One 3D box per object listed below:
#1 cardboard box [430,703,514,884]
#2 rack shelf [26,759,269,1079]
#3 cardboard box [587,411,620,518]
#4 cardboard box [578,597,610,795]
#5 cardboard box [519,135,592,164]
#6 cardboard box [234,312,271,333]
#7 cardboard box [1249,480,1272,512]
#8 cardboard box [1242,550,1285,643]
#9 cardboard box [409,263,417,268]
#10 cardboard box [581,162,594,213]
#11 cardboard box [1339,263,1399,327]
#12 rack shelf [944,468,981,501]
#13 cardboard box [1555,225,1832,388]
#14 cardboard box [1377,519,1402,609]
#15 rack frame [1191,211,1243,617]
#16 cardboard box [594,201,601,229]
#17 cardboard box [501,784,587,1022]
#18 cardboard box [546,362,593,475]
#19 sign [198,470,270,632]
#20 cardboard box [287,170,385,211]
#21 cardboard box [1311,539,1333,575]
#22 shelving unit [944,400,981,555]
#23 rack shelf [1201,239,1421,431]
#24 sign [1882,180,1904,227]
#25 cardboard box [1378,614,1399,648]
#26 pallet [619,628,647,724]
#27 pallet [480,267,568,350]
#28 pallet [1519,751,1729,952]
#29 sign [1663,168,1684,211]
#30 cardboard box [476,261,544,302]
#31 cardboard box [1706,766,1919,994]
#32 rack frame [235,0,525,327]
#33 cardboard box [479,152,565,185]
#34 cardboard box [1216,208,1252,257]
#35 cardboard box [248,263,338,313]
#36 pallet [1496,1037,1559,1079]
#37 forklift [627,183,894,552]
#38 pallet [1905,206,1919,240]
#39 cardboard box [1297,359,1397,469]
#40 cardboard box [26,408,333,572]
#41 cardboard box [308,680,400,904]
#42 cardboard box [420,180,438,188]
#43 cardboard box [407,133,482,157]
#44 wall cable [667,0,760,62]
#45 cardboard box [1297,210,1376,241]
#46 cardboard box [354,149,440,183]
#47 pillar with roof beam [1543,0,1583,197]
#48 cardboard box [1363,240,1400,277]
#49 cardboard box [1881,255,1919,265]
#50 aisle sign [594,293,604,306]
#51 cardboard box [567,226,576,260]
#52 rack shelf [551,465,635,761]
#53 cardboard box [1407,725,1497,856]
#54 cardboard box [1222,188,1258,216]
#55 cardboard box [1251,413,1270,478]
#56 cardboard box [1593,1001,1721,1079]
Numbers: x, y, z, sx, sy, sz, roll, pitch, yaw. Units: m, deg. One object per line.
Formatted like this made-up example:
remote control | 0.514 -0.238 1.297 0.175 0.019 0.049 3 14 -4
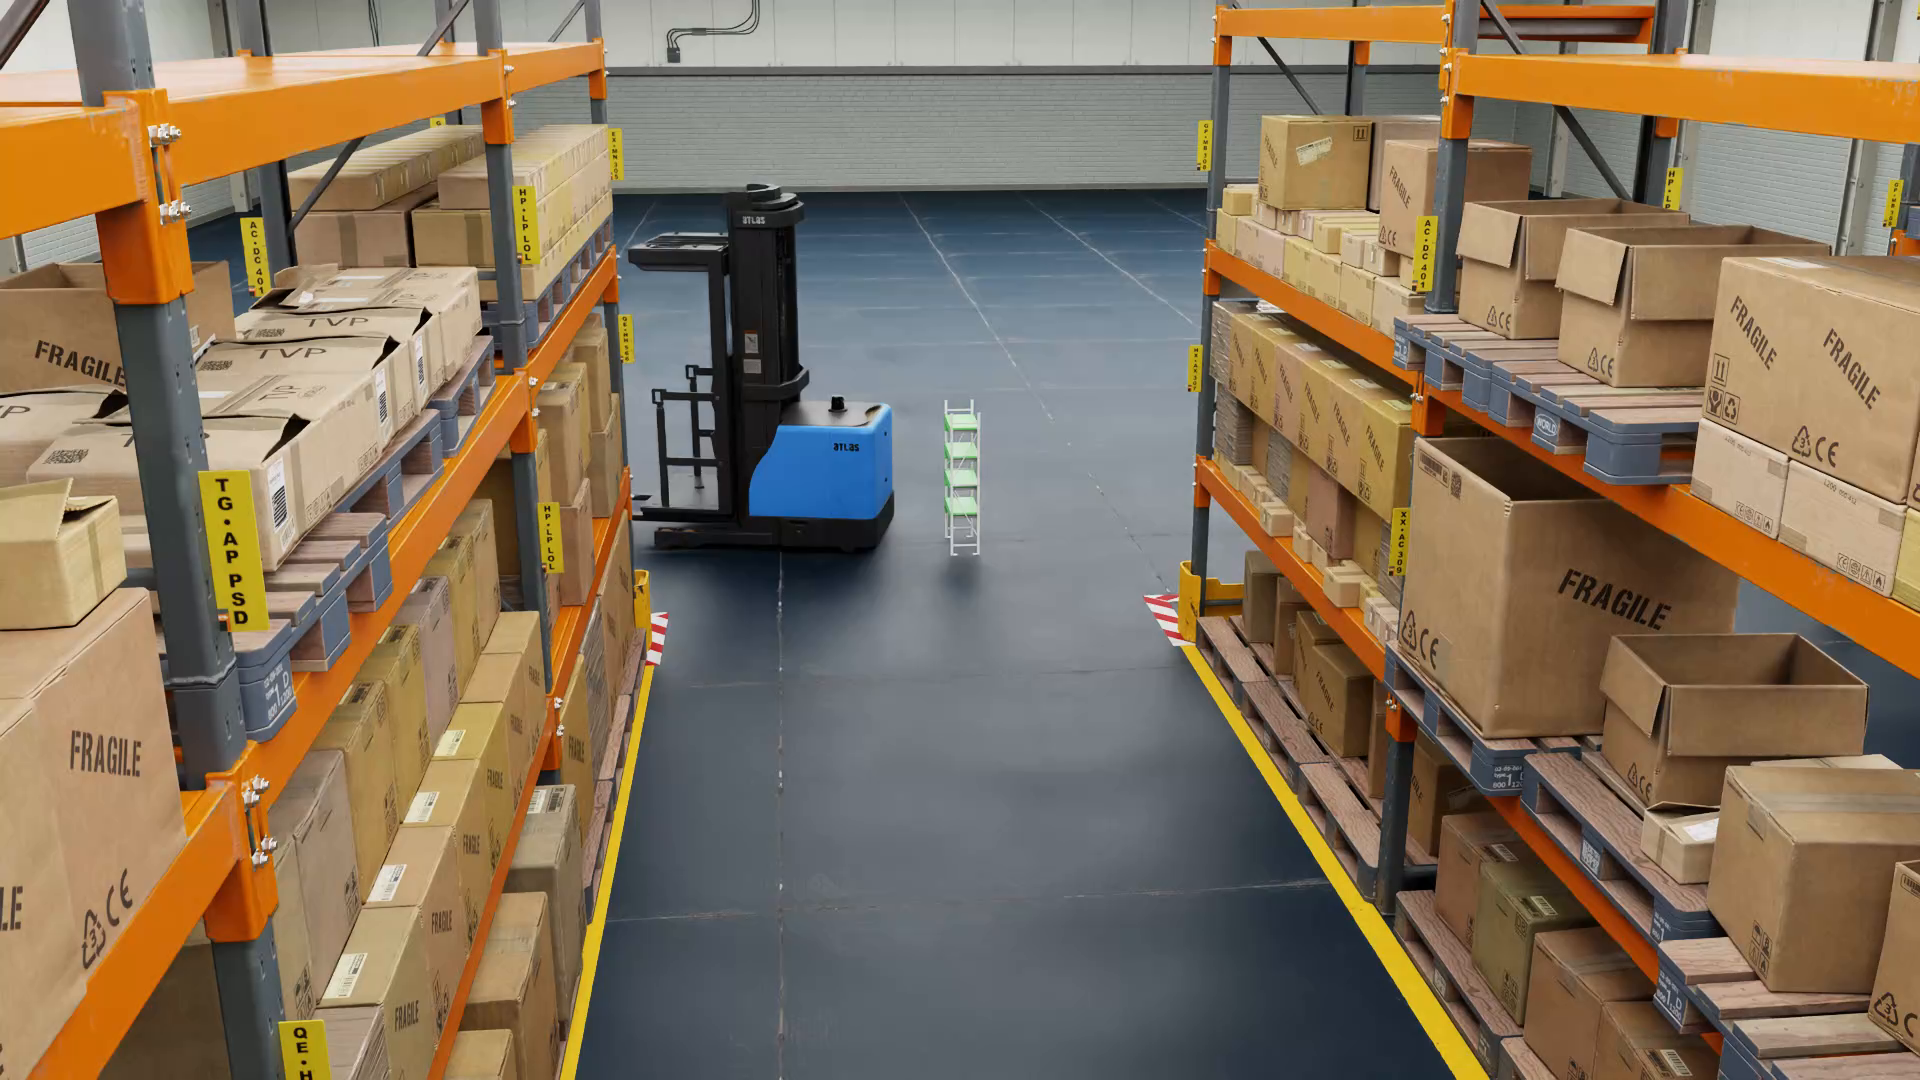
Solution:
cardboard box | -1.938 0.926 6.052 0.500 0.500 0.500 -2 17 -5
rack shelf | -1.743 1.225 1.459 1.077 0.370 4.000 -2 18 -6
cardboard box | -2.613 -0.465 10.401 0.875 0.550 0.550 -2 18 -6
cardboard box | -2.454 0.881 9.209 0.875 0.875 0.875 -2 18 -5
cardboard box | -2.299 -2.214 9.432 0.380 0.149 0.250 -2 18 -5
cardboard box | -2.502 -0.717 5.996 0.250 0.149 0.380 -2 18 -6
cardboard box | 2.044 -0.278 10.475 0.380 0.149 0.250 -2 18 -6
cardboard box | 2.217 0.390 11.400 0.500 0.500 0.500 1 17 5
cardboard box | -2.772 -1.284 7.804 0.380 0.149 0.250 -2 17 -5
cardboard box | -2.345 -1.980 9.353 0.500 0.250 0.500 -2 18 -6
cardboard box | 2.231 -1.241 8.364 0.500 0.250 0.500 -1 17 -4
rack shelf | 0.017 -0.462 13.859 0.258 0.148 0.480 -2 18 -6
cardboard box | 2.630 -0.854 6.009 0.797 0.503 0.637 -1 17 -3
cardboard box | 2.597 0.077 8.260 0.875 0.500 0.500 -2 18 -6
rack frame | 2.169 -0.789 11.683 1.000 3.000 0.127 -2 18 -6
cardboard box | -2.326 -1.910 9.796 0.380 0.149 0.250 -2 18 -5
cardboard box | -2.209 1.581 7.188 1.050 0.750 0.750 -2 18 -6
cardboard box | -2.520 -0.655 9.203 0.875 0.550 0.500 -2 18 -6
sign | -1.410 0.024 3.223 0.100 0.325 0.005 -2 18 -6
cardboard box | -2.717 -1.513 7.201 0.380 0.149 0.250 -2 18 -6
cardboard box | 2.187 0.094 9.291 0.380 0.149 0.250 -2 18 -6
shelving unit | 0.017 -0.523 13.840 0.258 1.200 0.503 -2 18 -6
rack shelf | 2.375 -1.281 9.443 1.077 0.370 4.000 -2 18 -6
sign | 6.548 -2.362 11.669 0.100 0.325 0.005 -2 18 -6
cardboard box | 2.267 0.468 8.099 0.380 0.149 0.250 -2 18 -6
pallet | -2.615 0.900 10.957 1.003 0.211 1.213 -2 18 -6
pallet | -2.436 -1.107 7.836 1.003 0.211 1.213 -2 18 -6
pallet | 2.749 1.097 5.994 1.003 0.211 1.213 -2 18 -6
sign | 3.133 -1.481 7.359 0.100 0.325 0.005 -2 18 -6
cardboard box | -2.062 -1.152 7.384 0.380 0.149 0.250 -2 18 -7
cardboard box | 2.742 1.023 5.041 0.700 0.500 0.500 1 17 3
rack frame | -2.362 -2.336 6.596 1.000 3.000 0.127 -2 18 -6
cardboard box | -2.169 -1.837 8.232 0.380 0.149 0.250 -2 17 -5
cardboard box | 1.962 -1.997 10.773 0.500 0.250 0.500 -1 17 -4
cardboard box | -2.548 -0.902 6.390 0.258 0.266 0.396 -2 18 -7
pallet | 2.792 2.329 6.405 1.003 0.211 1.213 -2 18 -6
forklift | -2.132 -1.474 13.978 3.031 2.935 1.130 2 18 7
pallet | 7.084 -2.034 10.954 1.003 0.211 1.213 -2 18 -6
cardboard box | 2.158 -0.688 9.026 0.500 0.500 0.500 -2 18 -6
cardboard box | -1.806 -0.142 3.893 0.500 0.311 0.500 -2 18 -6
cardboard box | -2.095 0.755 4.927 0.700 0.500 0.500 -2 18 -6
cardboard box | -2.770 -1.662 8.342 0.500 0.250 0.500 -2 18 -6
cardboard box | -2.980 -2.270 9.613 0.380 0.149 0.250 -2 17 -5
wall cable | -6.088 -14.723 40.373 2.305 6.003 0.169 -2 18 -6
cardboard box | 2.140 -1.788 9.442 0.380 0.149 0.250 -2 18 -6
cardboard box | -2.847 -1.889 8.399 0.380 0.149 0.250 -2 18 -6
pillar with roof beam | 10.506 -12.734 39.714 9.100 9.000 0.400 -2 18 -6
cardboard box | 2.212 -1.390 8.172 0.380 0.149 0.250 -3 18 -8
cardboard box | 3.094 -0.572 4.981 0.500 0.500 0.500 -2 18 -7
aisle sign | -2.484 -1.937 10.998 0.394 0.787 0.004 -2 18 -6
cardboard box | -2.195 -1.532 8.592 0.380 0.149 0.250 -2 18 -6
rack shelf | -2.569 0.273 9.500 1.077 0.370 4.000 -2 18 -6
cardboard box | 2.580 1.274 8.582 0.500 0.500 0.500 -2 18 -7
cardboard box | 1.898 -2.169 10.657 0.380 0.149 0.250 -1 17 -4
cardboard box | 2.369 -0.669 10.636 0.875 0.500 0.500 -2 18 -6
cardboard box | 2.770 2.045 6.096 0.700 0.500 0.500 0 17 -1
